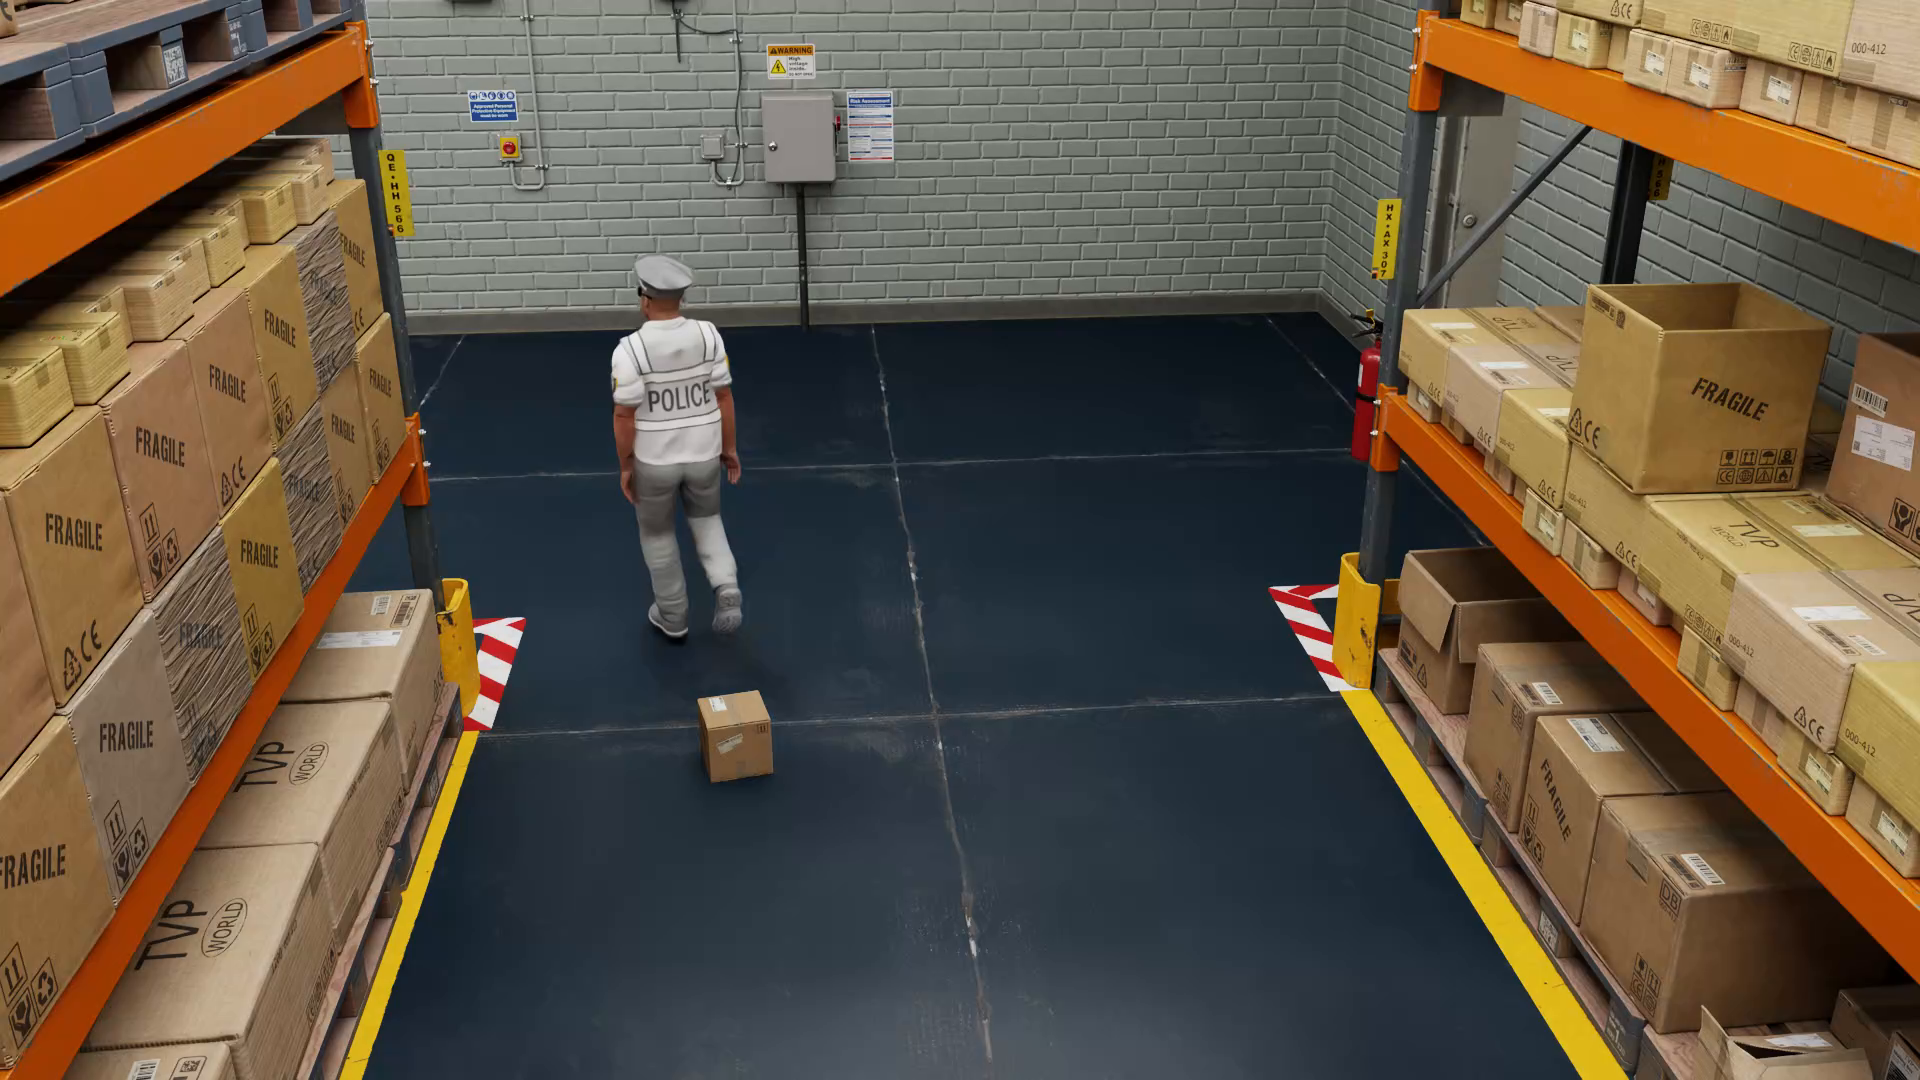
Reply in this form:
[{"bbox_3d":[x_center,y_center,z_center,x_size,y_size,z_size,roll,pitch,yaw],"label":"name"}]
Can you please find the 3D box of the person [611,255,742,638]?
[{"bbox_3d":[-1.243,-0.378,7.367,0.562,1.752,0.573,-13,27,-27],"label":"person"}]
